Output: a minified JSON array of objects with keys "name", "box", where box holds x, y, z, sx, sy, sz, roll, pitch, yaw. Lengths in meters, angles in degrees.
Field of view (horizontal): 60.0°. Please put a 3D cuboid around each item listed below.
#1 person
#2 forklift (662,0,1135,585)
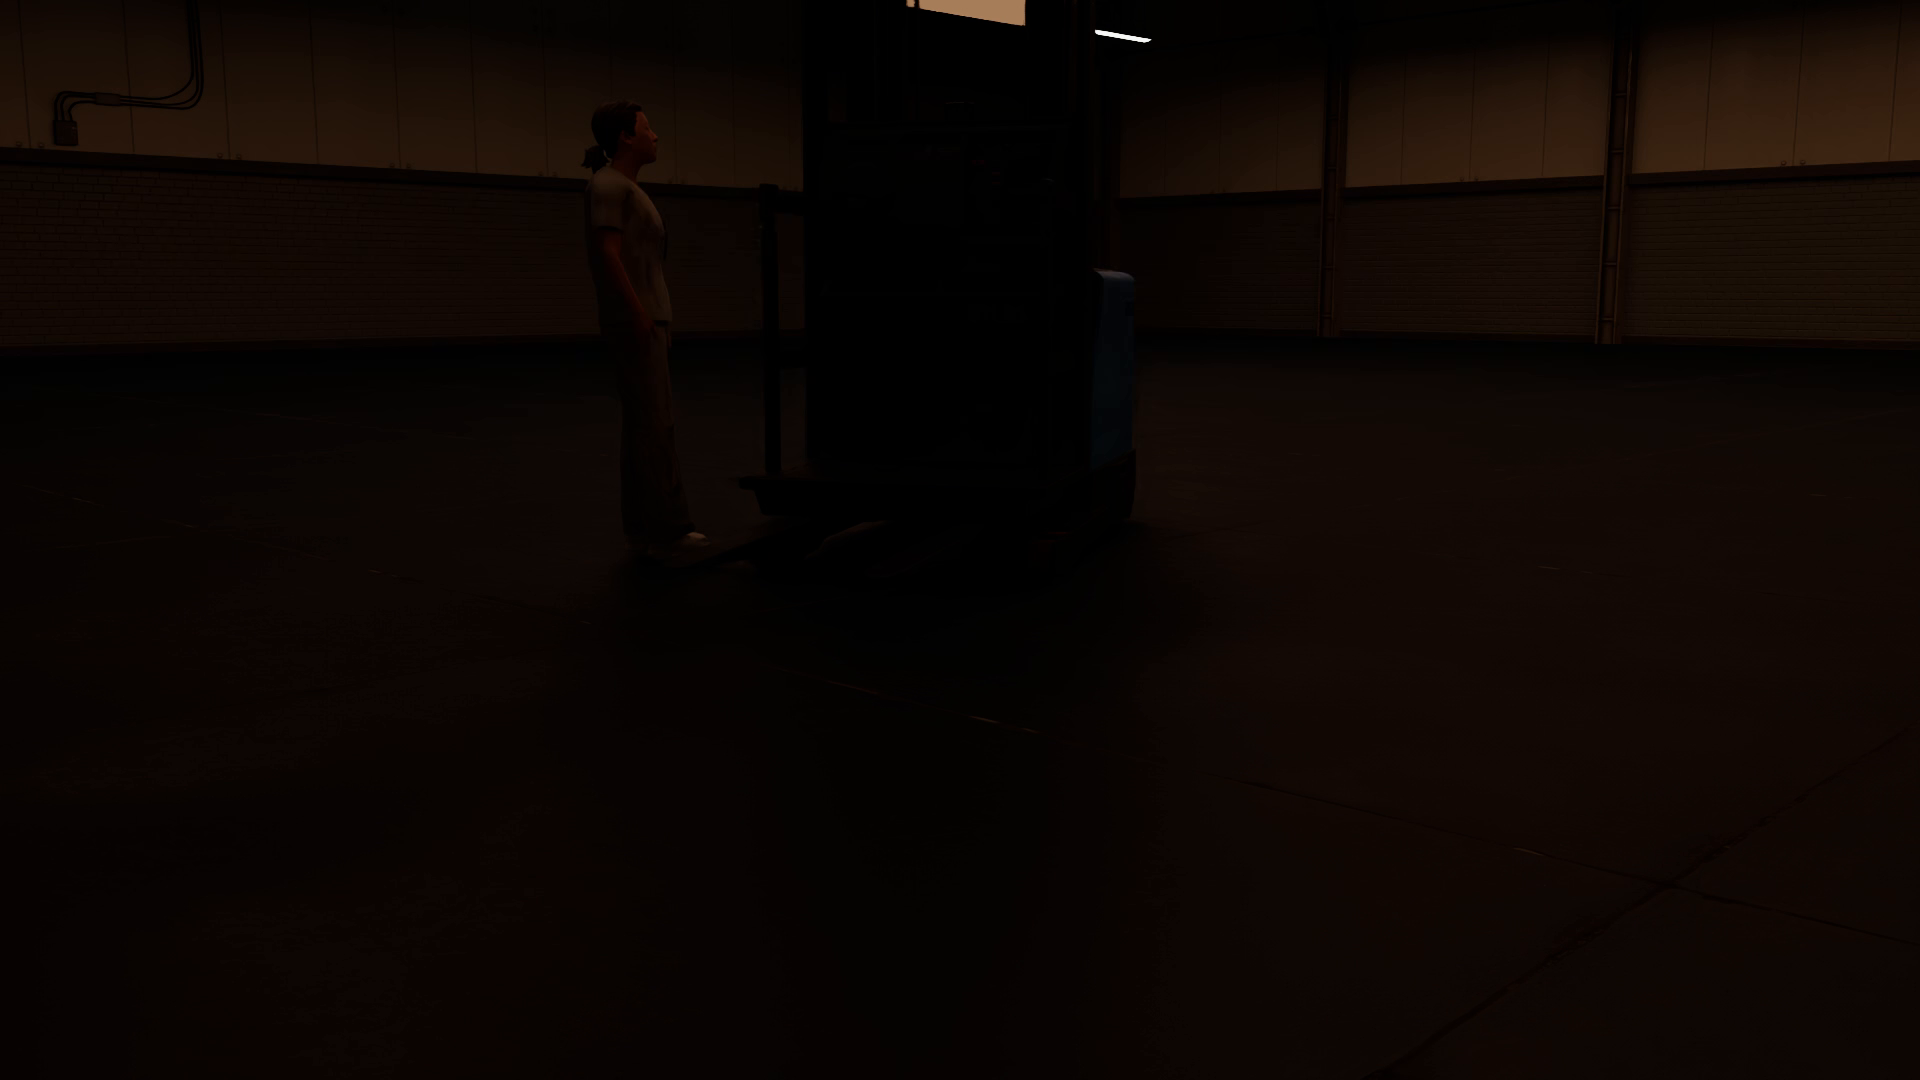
[{"name":"person","box":[-1.125,-0.783,6.173,0.542,1.674,0.551,0,9,-2]},{"name":"forklift","box":[-0.119,-1.356,5.879,1.130,2.935,3.031,2,9,15]}]
